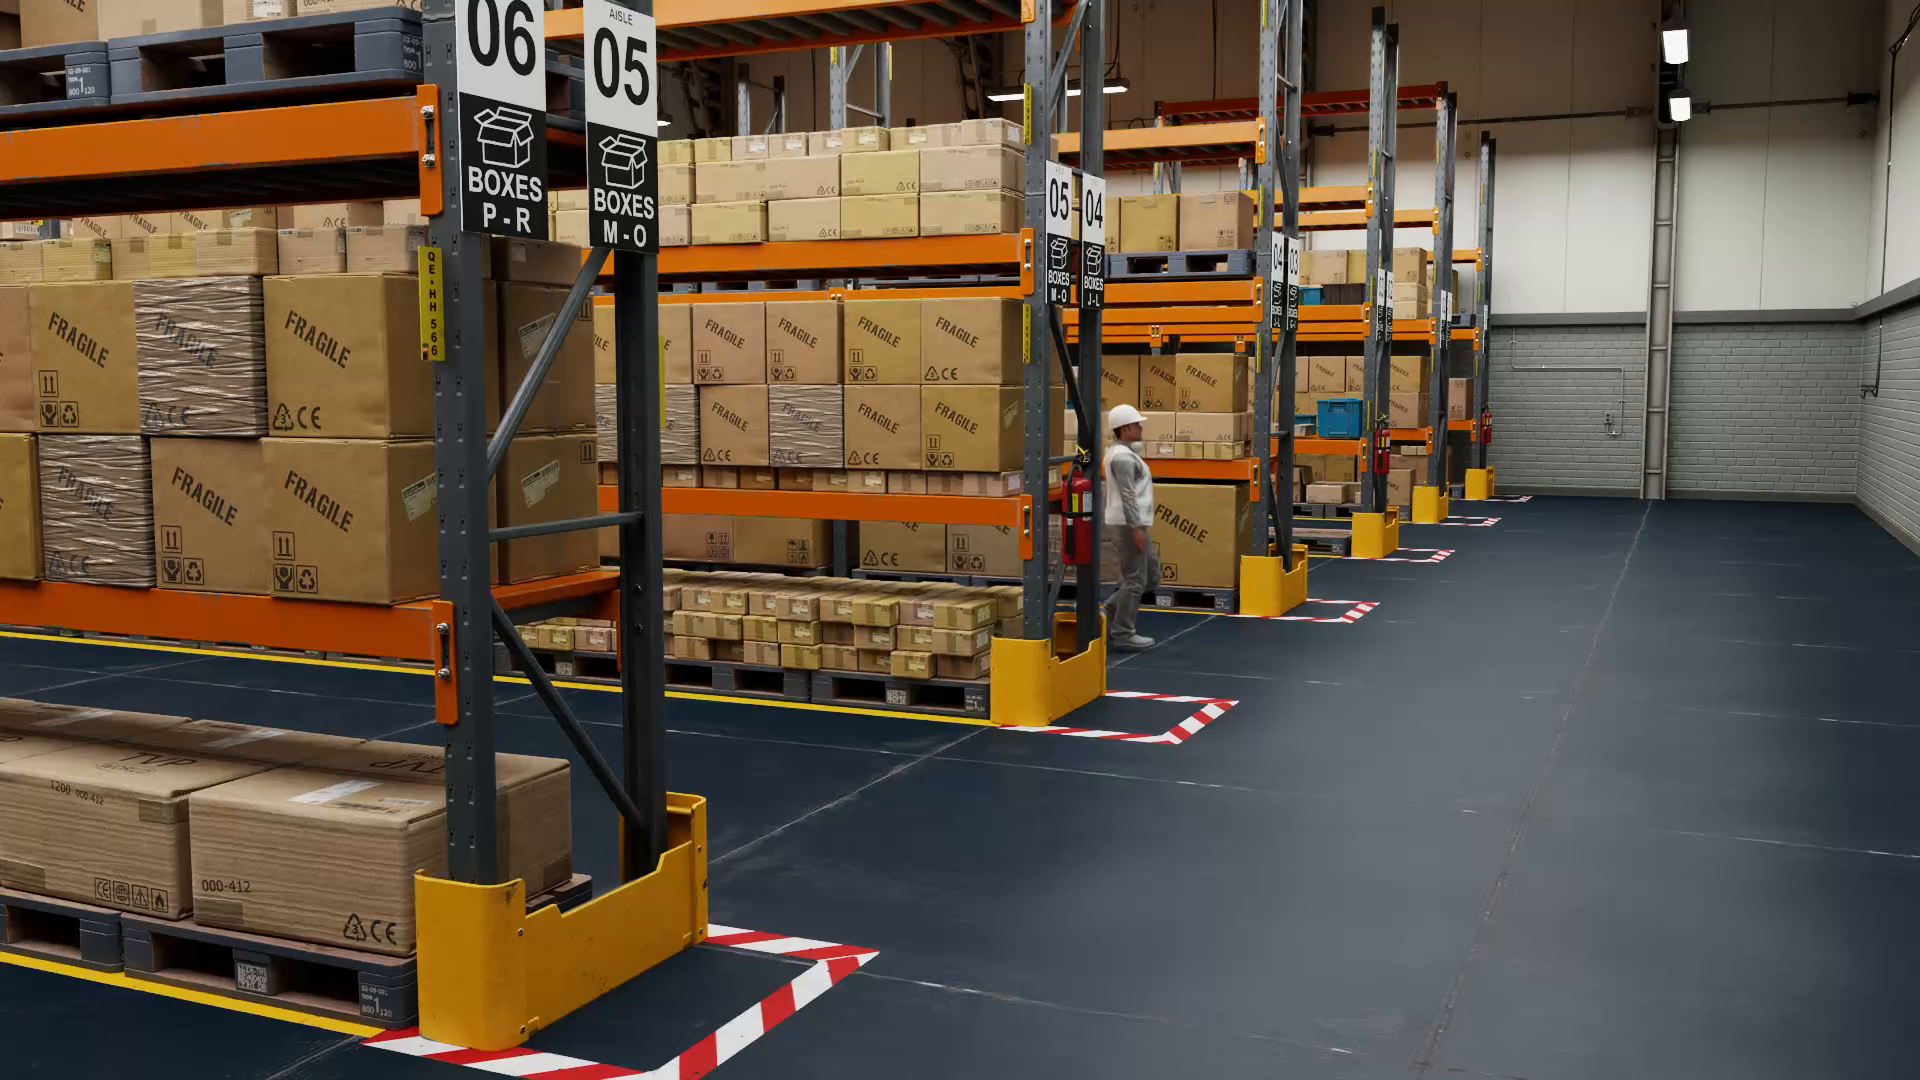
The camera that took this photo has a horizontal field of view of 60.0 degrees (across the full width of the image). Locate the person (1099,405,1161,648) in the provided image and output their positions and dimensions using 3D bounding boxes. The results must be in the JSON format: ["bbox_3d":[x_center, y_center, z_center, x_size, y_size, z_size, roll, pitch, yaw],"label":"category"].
[{"bbox_3d":[1.254,-0.100,12.115,0.467,1.765,0.556,0,6,1],"label":"person"}]
